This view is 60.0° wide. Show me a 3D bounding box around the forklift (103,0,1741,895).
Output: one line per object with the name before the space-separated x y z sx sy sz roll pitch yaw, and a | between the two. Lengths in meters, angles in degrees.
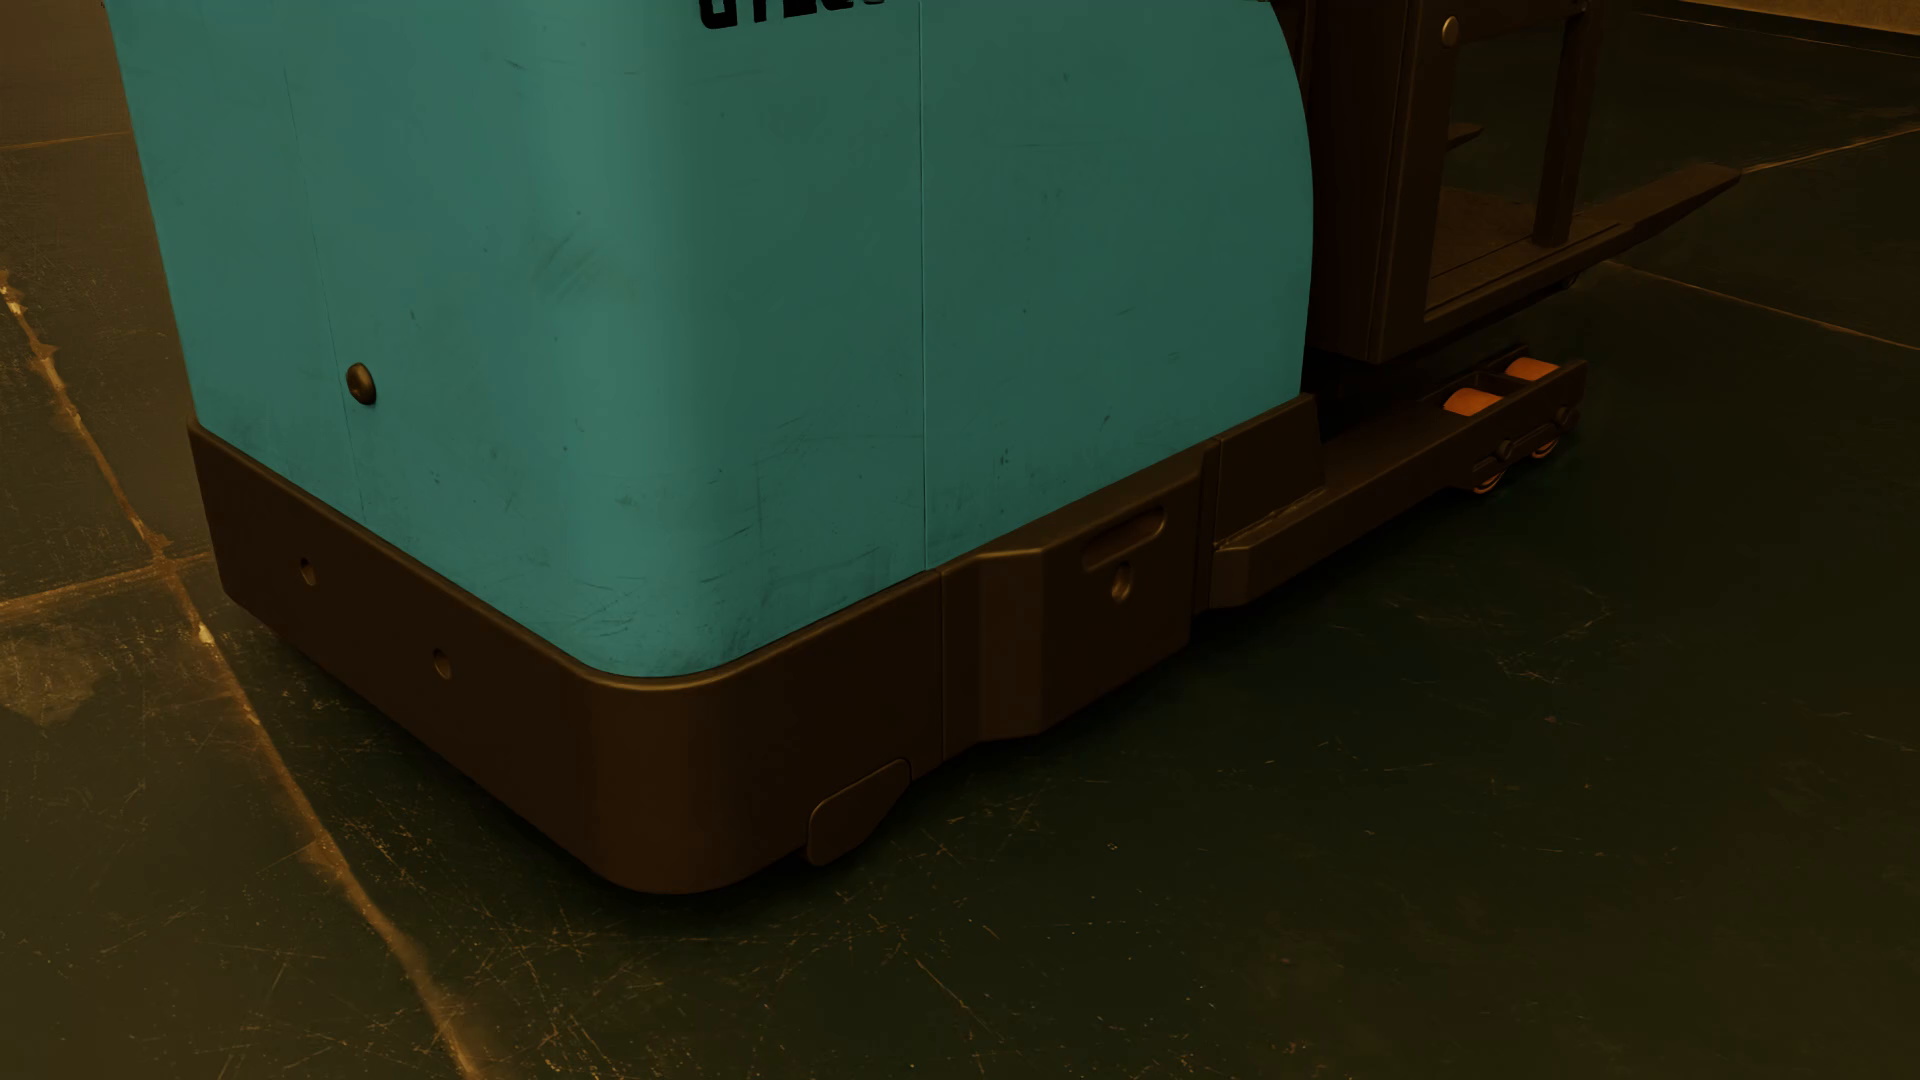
forklift | 0.394 -1.526 2.273 1.130 2.935 3.031 23 35 38
